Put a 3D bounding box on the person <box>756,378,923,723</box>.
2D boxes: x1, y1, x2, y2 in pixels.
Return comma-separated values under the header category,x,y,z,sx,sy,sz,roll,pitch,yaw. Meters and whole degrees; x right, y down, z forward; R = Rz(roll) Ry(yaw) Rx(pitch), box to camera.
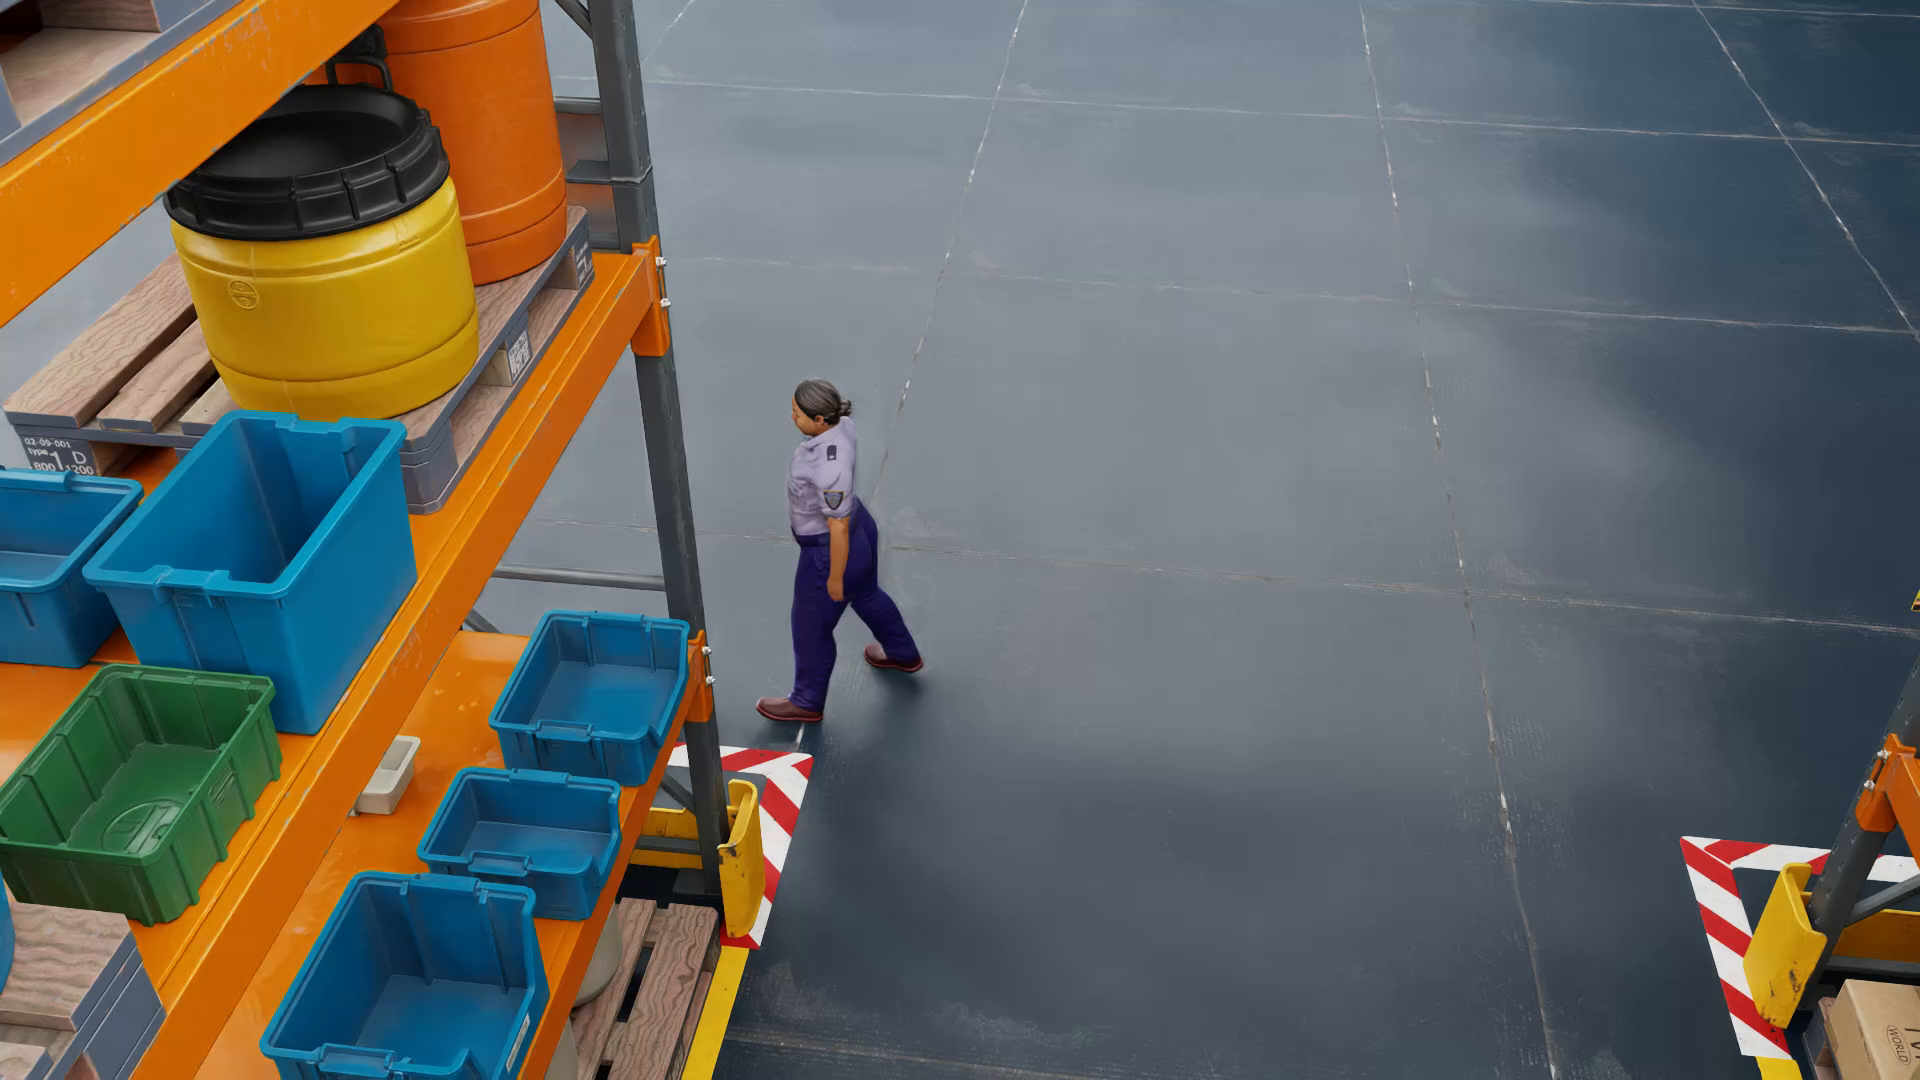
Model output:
category,x,y,z,sx,sy,sz,roll,pitch,yaw
person,-0.531,0.019,7.024,0.712,1.639,0.529,2,36,3
